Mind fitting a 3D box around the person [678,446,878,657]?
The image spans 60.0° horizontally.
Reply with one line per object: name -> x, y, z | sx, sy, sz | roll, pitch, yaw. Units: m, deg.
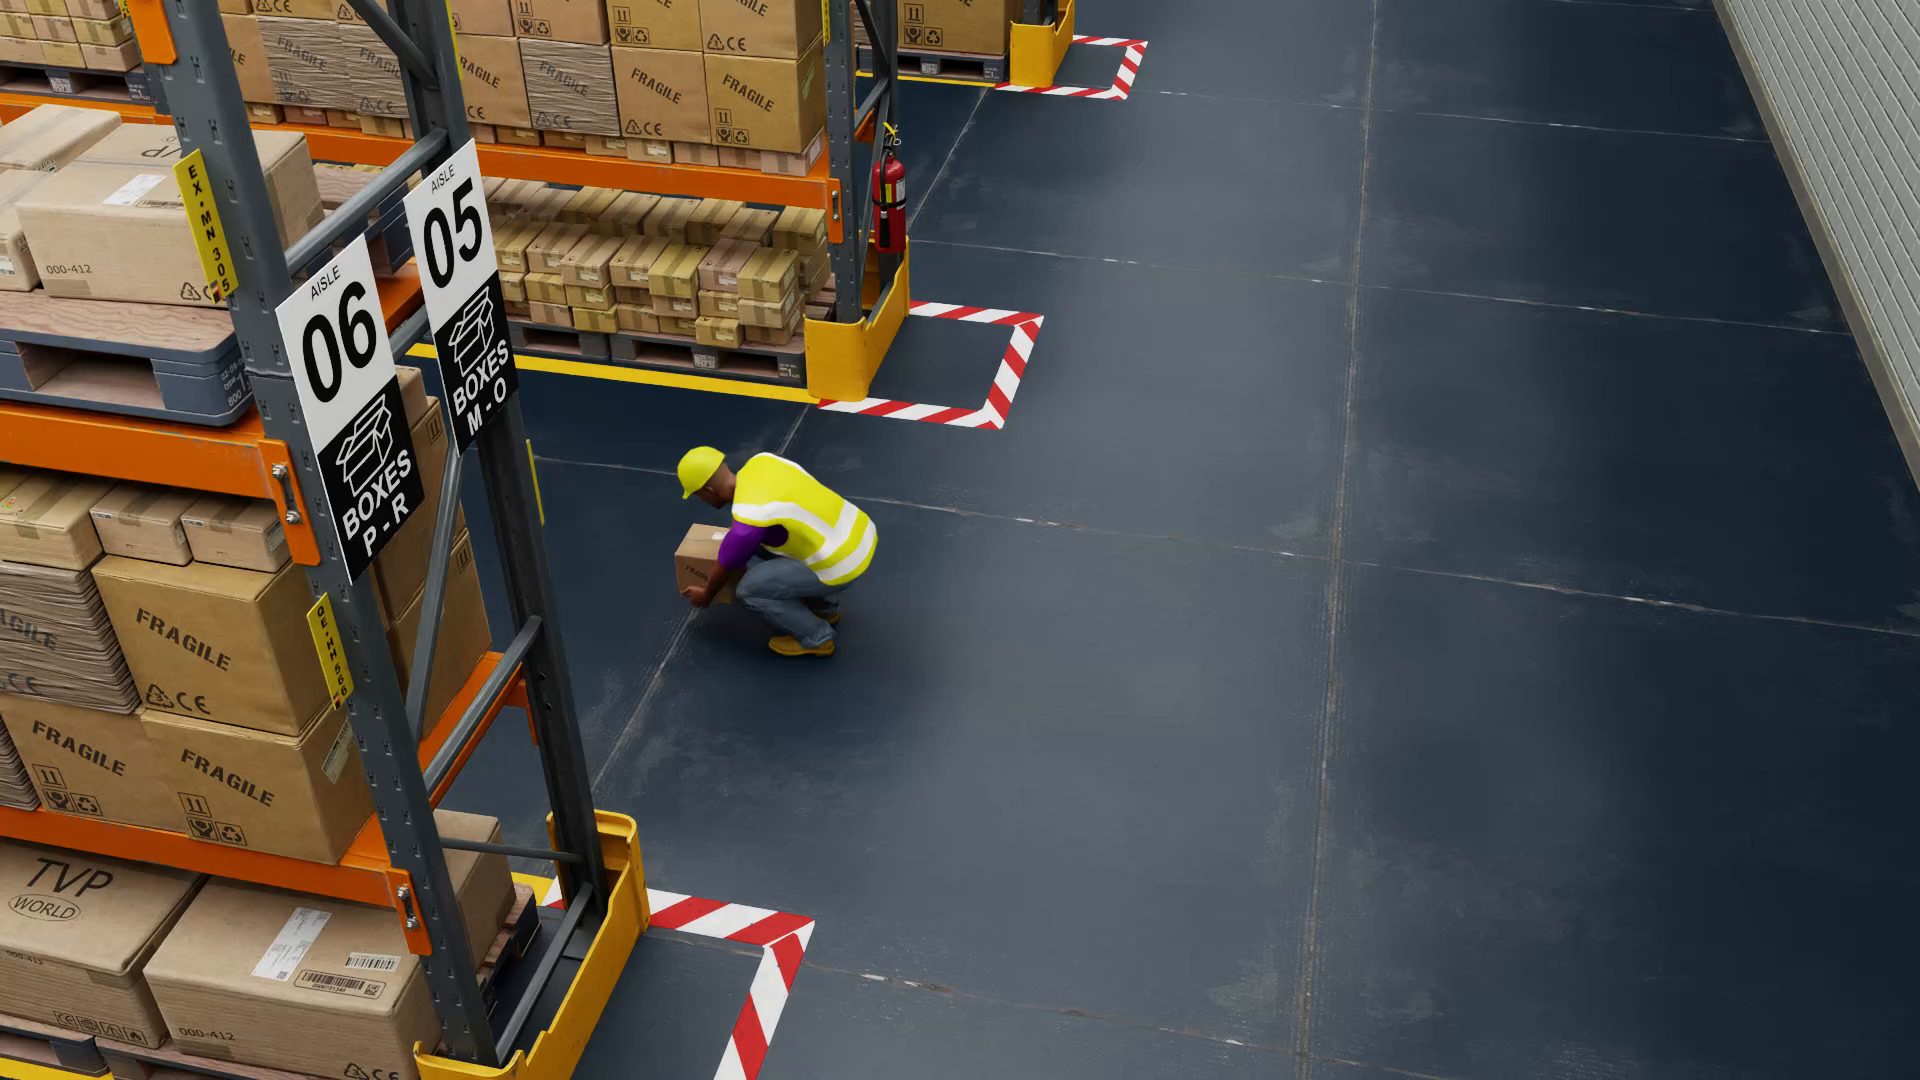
person -> -0.837, 0.030, 7.549 | 0.897, 1.011, 0.542 | 7, 37, 9
